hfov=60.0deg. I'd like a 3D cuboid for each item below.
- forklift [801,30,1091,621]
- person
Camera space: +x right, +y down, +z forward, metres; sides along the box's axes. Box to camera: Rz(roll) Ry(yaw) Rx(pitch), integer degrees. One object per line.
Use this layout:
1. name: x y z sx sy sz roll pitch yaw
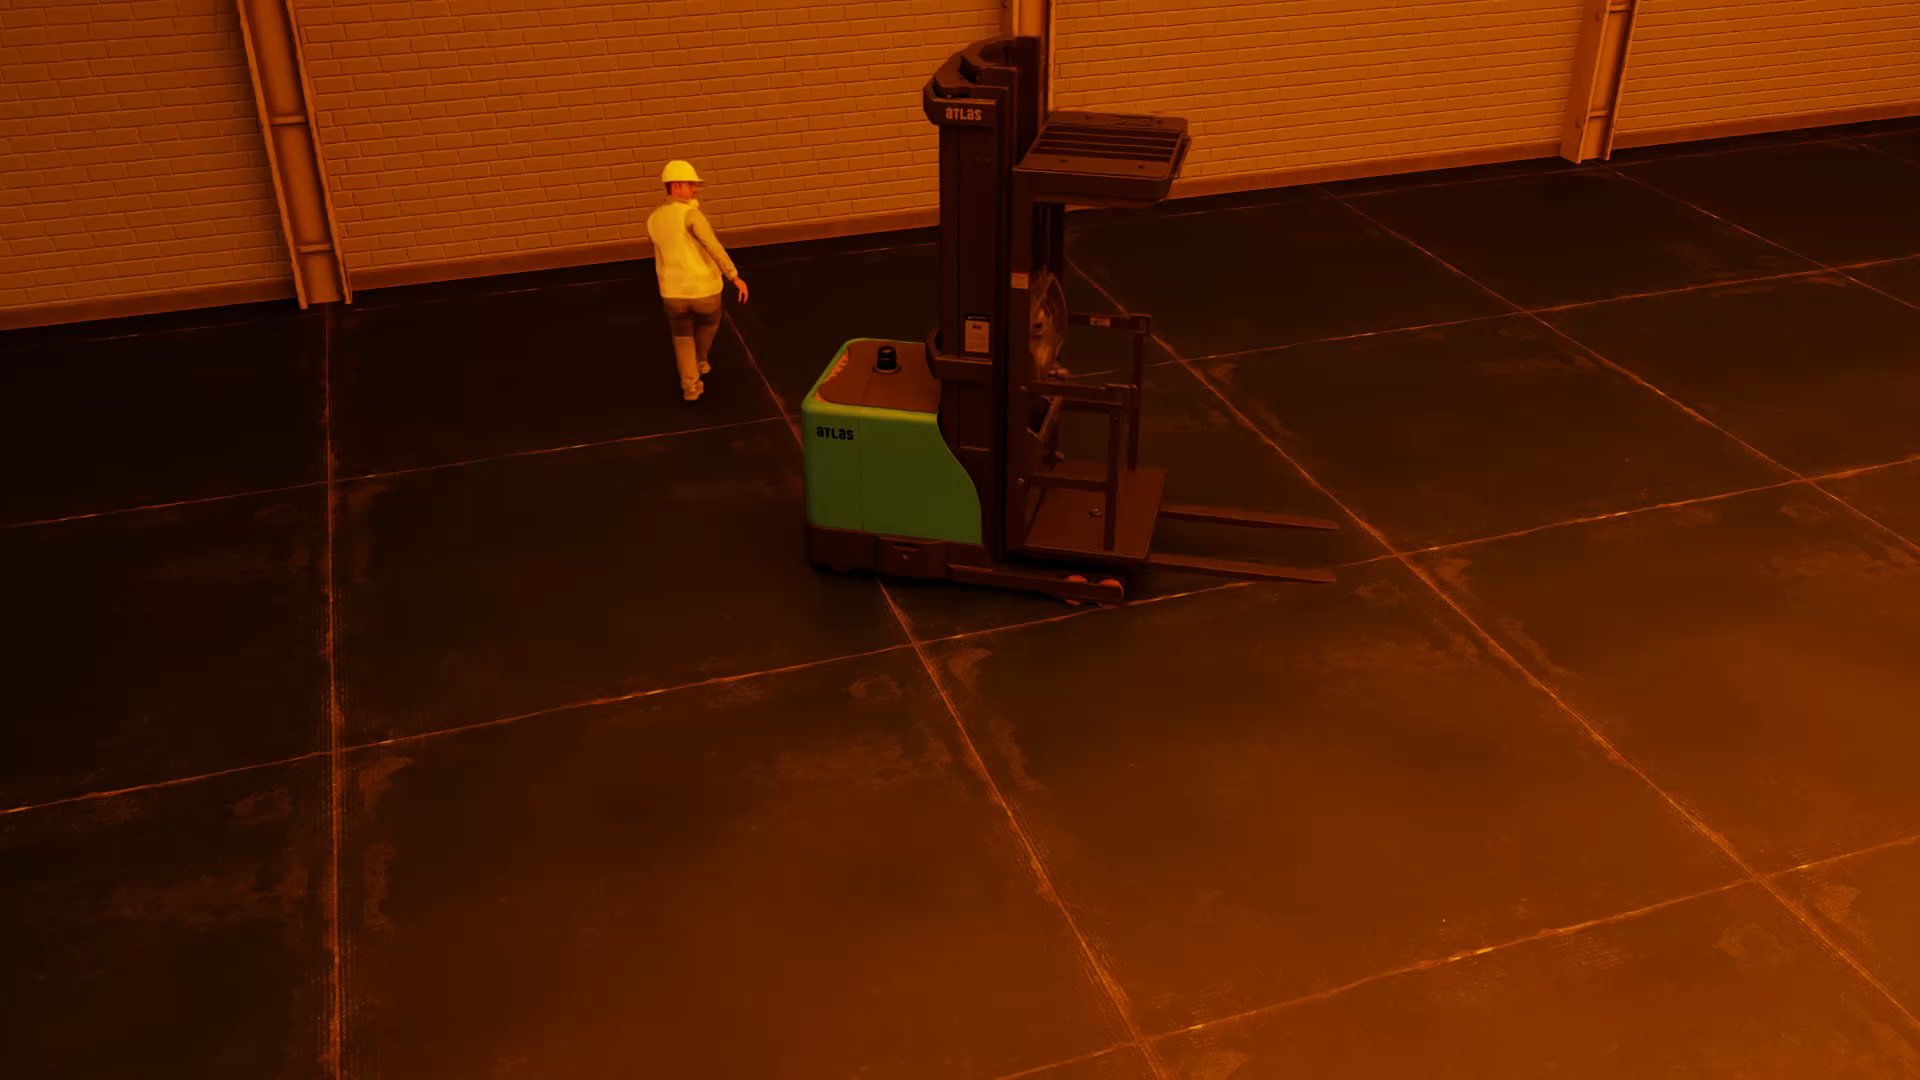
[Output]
1. forklift: -0.251 -1.549 9.780 1.130 2.935 3.031 -10 31 -17
2. person: -2.065 -1.976 11.698 0.474 1.771 0.547 -5 30 -8
